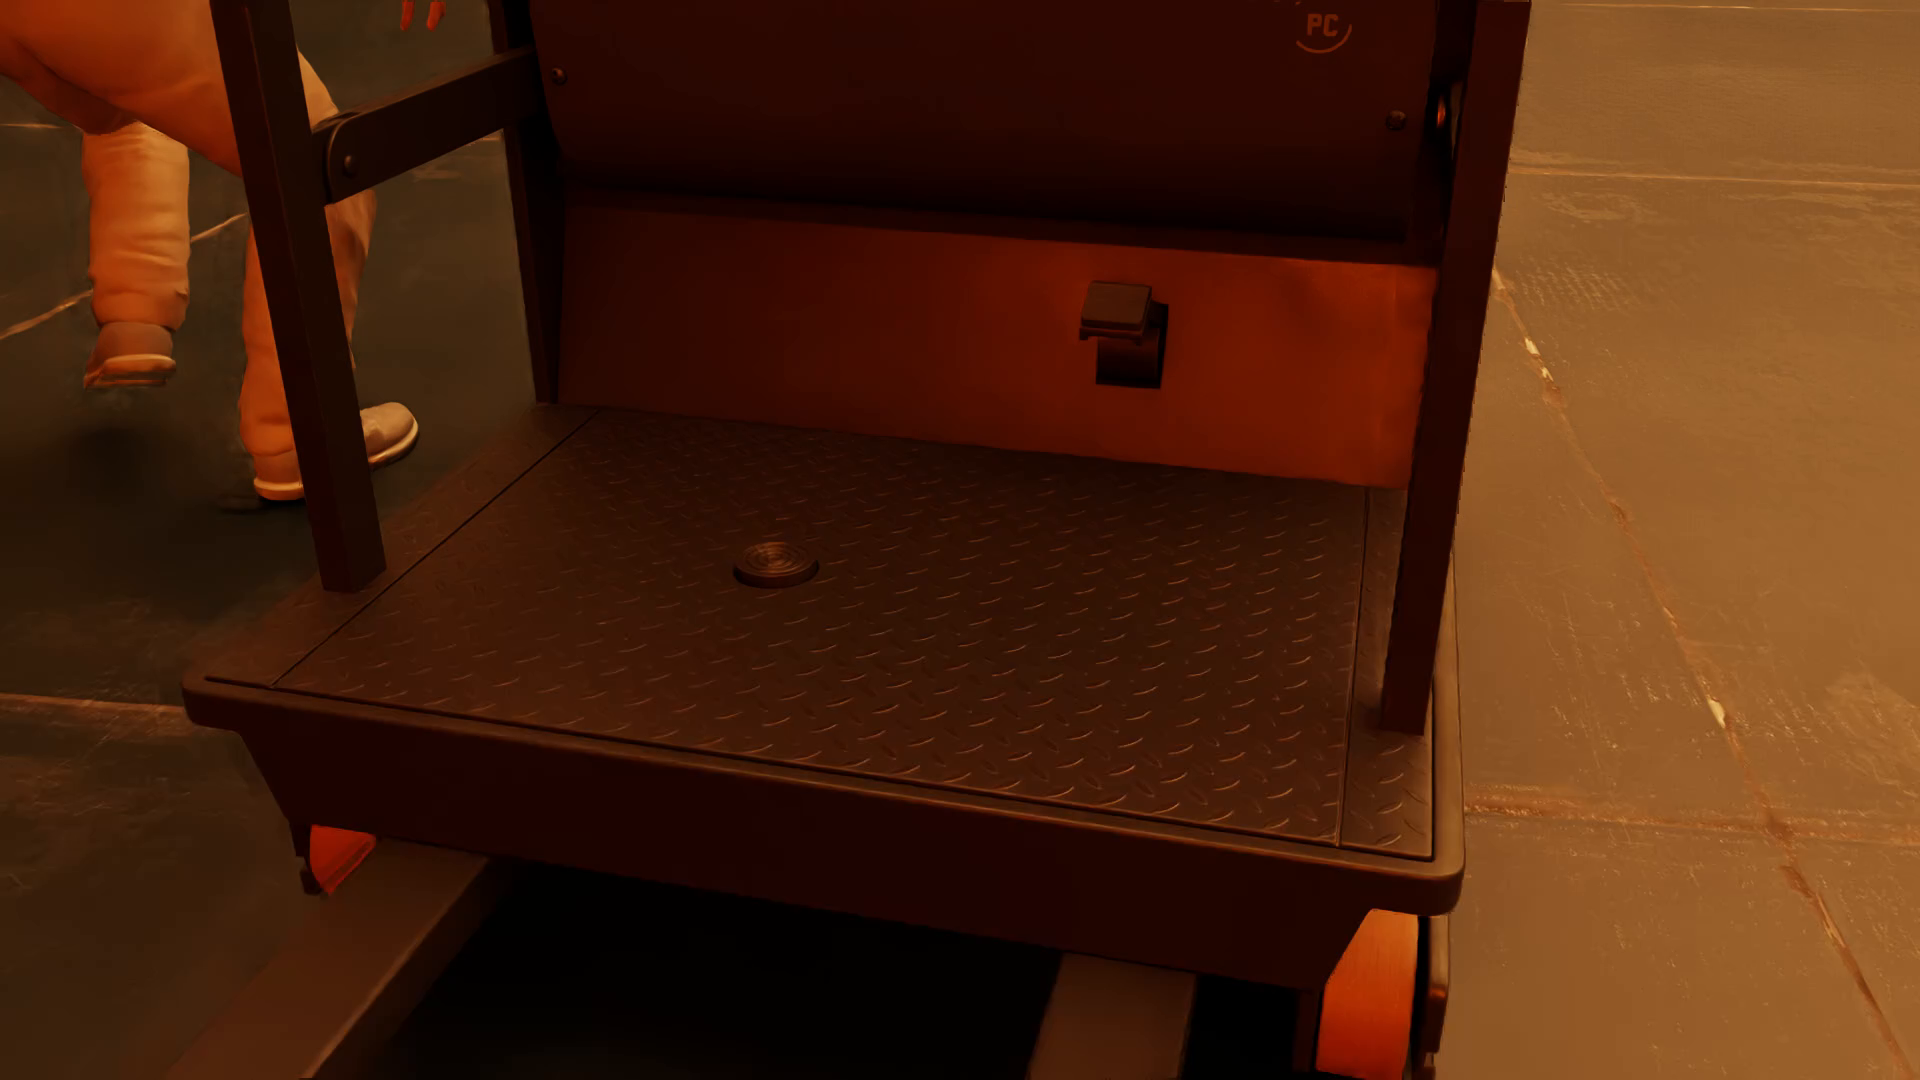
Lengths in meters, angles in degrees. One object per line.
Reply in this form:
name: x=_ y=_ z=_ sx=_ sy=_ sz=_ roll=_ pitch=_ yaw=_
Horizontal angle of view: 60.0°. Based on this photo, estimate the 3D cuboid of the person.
person: x=-1.222 y=-0.893 z=2.465 sx=0.776 sy=1.623 sz=0.506 roll=10 pitch=28 yaw=20

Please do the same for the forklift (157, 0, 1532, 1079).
forklift: x=-0.044 y=-1.010 z=1.241 sx=1.130 sy=2.935 sz=3.031 roll=6 pitch=27 yaw=13
